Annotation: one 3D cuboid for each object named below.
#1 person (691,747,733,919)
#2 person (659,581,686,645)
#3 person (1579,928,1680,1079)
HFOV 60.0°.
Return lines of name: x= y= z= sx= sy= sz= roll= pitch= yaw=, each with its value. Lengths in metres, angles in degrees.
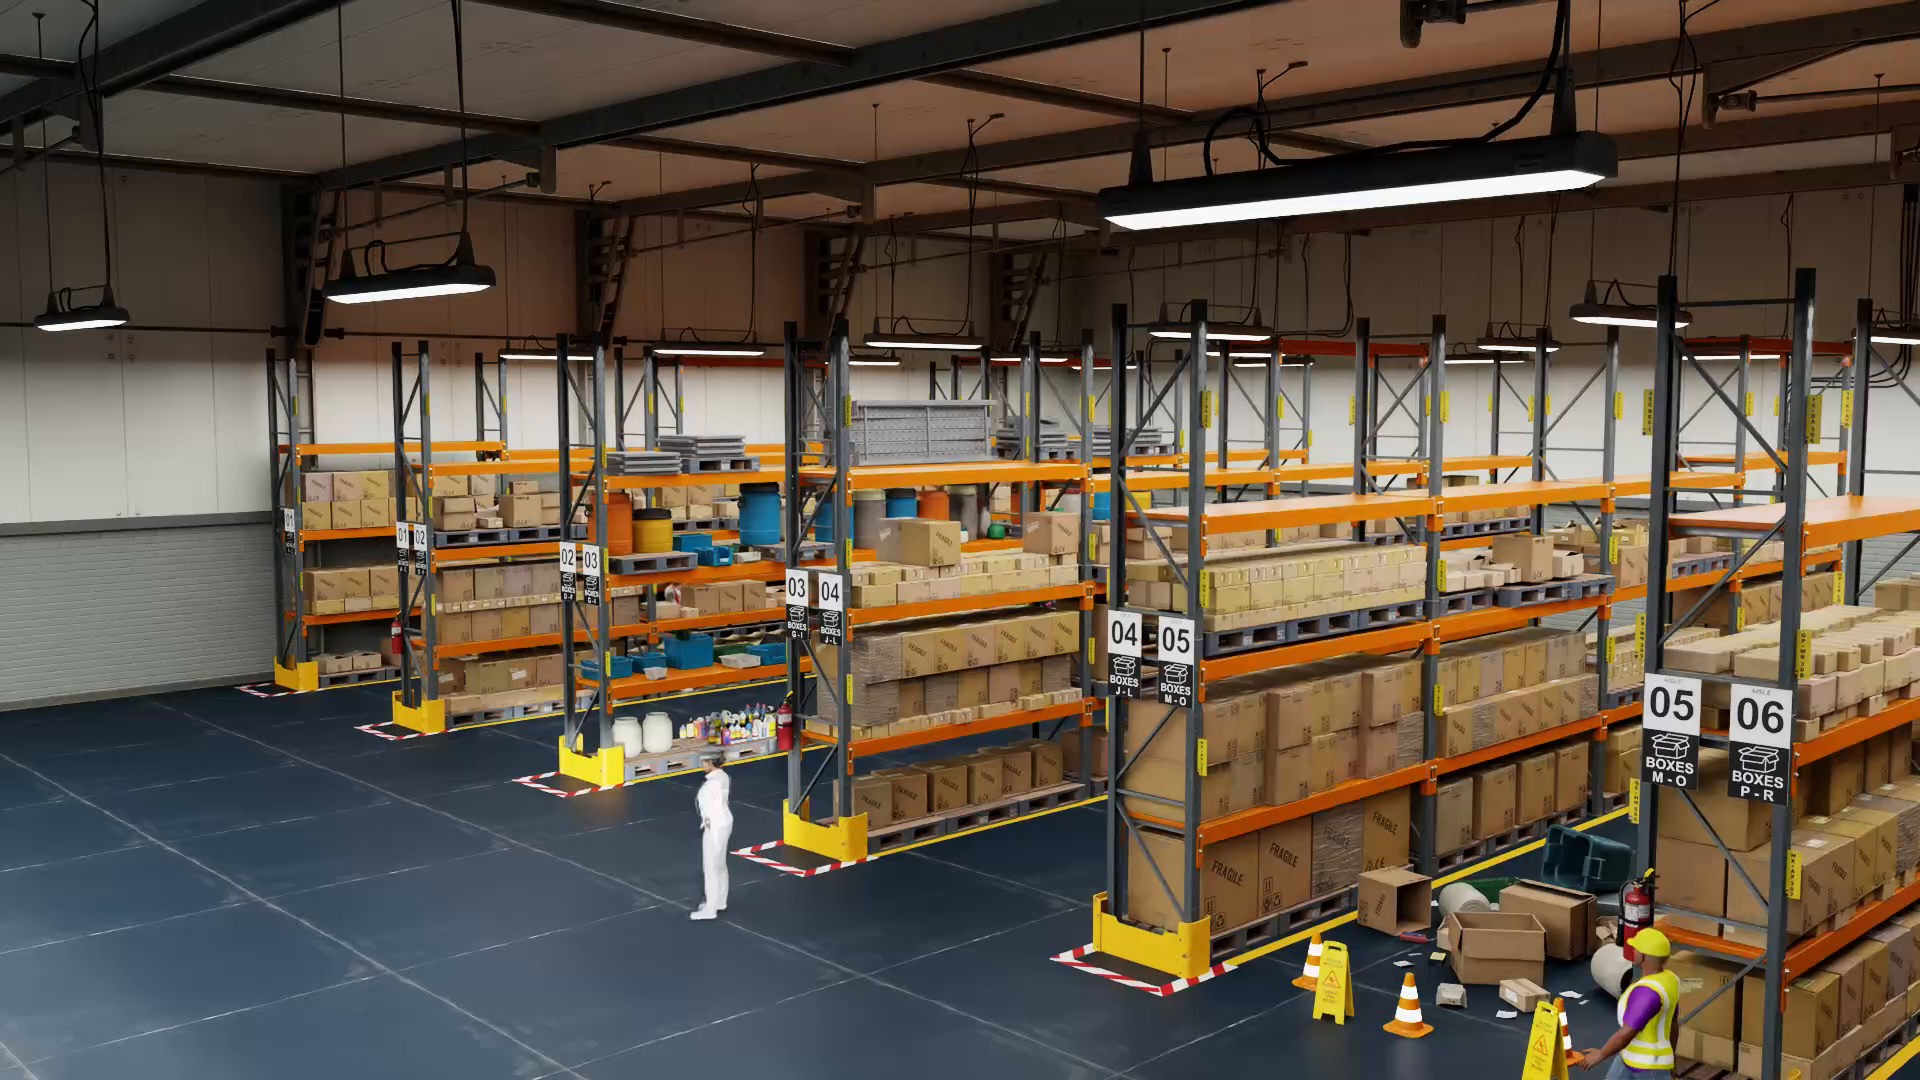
person: x=-2.463 y=2.900 z=16.556 sx=0.372 sy=1.669 sz=0.568 roll=1 pitch=5 yaw=6
person: x=-5.550 y=1.475 z=32.245 sx=0.668 sy=1.781 sz=0.508 roll=-1 pitch=5 yaw=-7
person: x=4.419 y=3.375 z=10.813 sx=1.089 sy=1.722 sz=0.509 roll=1 pitch=5 yaw=14
